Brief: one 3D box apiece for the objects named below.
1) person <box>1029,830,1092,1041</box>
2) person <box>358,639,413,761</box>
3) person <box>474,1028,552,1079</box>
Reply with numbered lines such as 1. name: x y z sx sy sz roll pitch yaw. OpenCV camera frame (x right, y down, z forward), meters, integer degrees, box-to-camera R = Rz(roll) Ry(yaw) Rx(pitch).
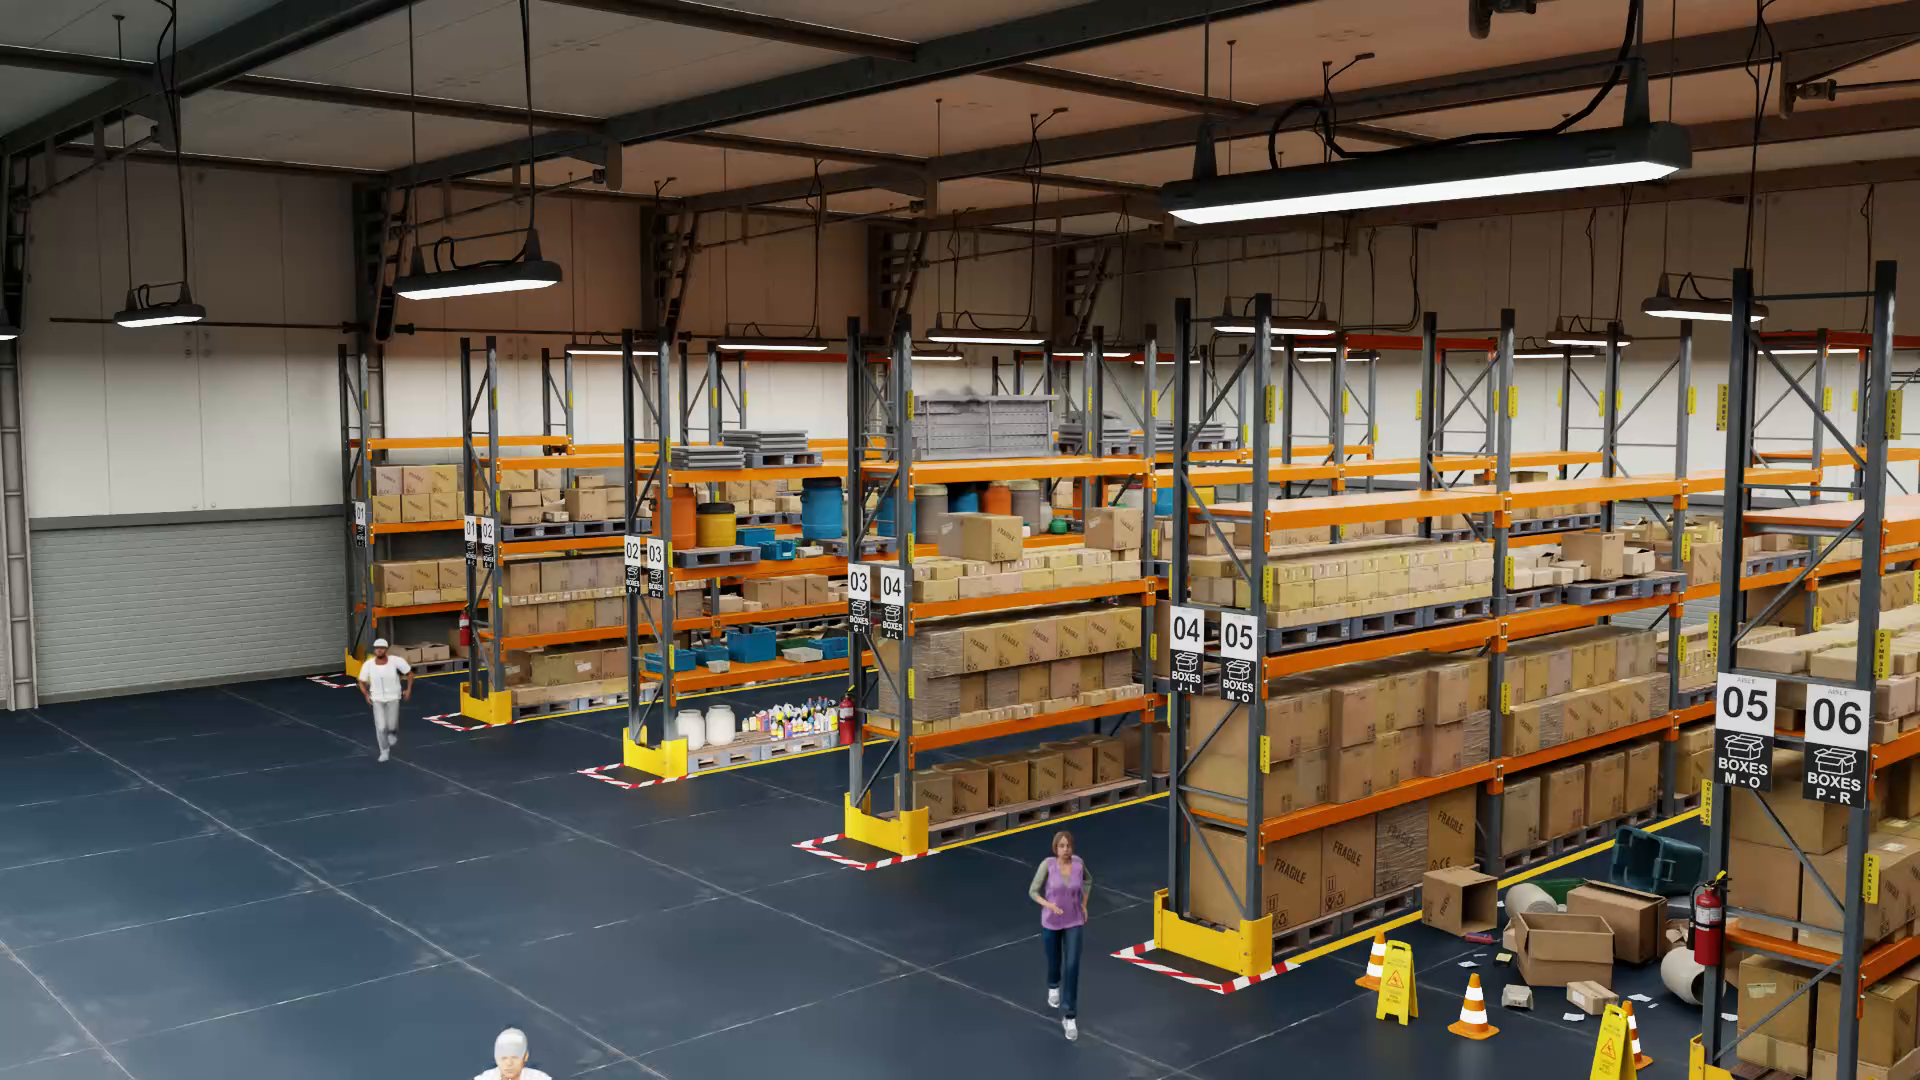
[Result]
1. person: 0.823 3.152 13.575 0.533 1.617 0.803 0 5 -1
2. person: -8.045 2.230 23.301 0.722 1.727 0.654 -1 5 -11
3. person: -2.451 3.506 9.128 0.594 1.689 0.895 -1 5 -12
